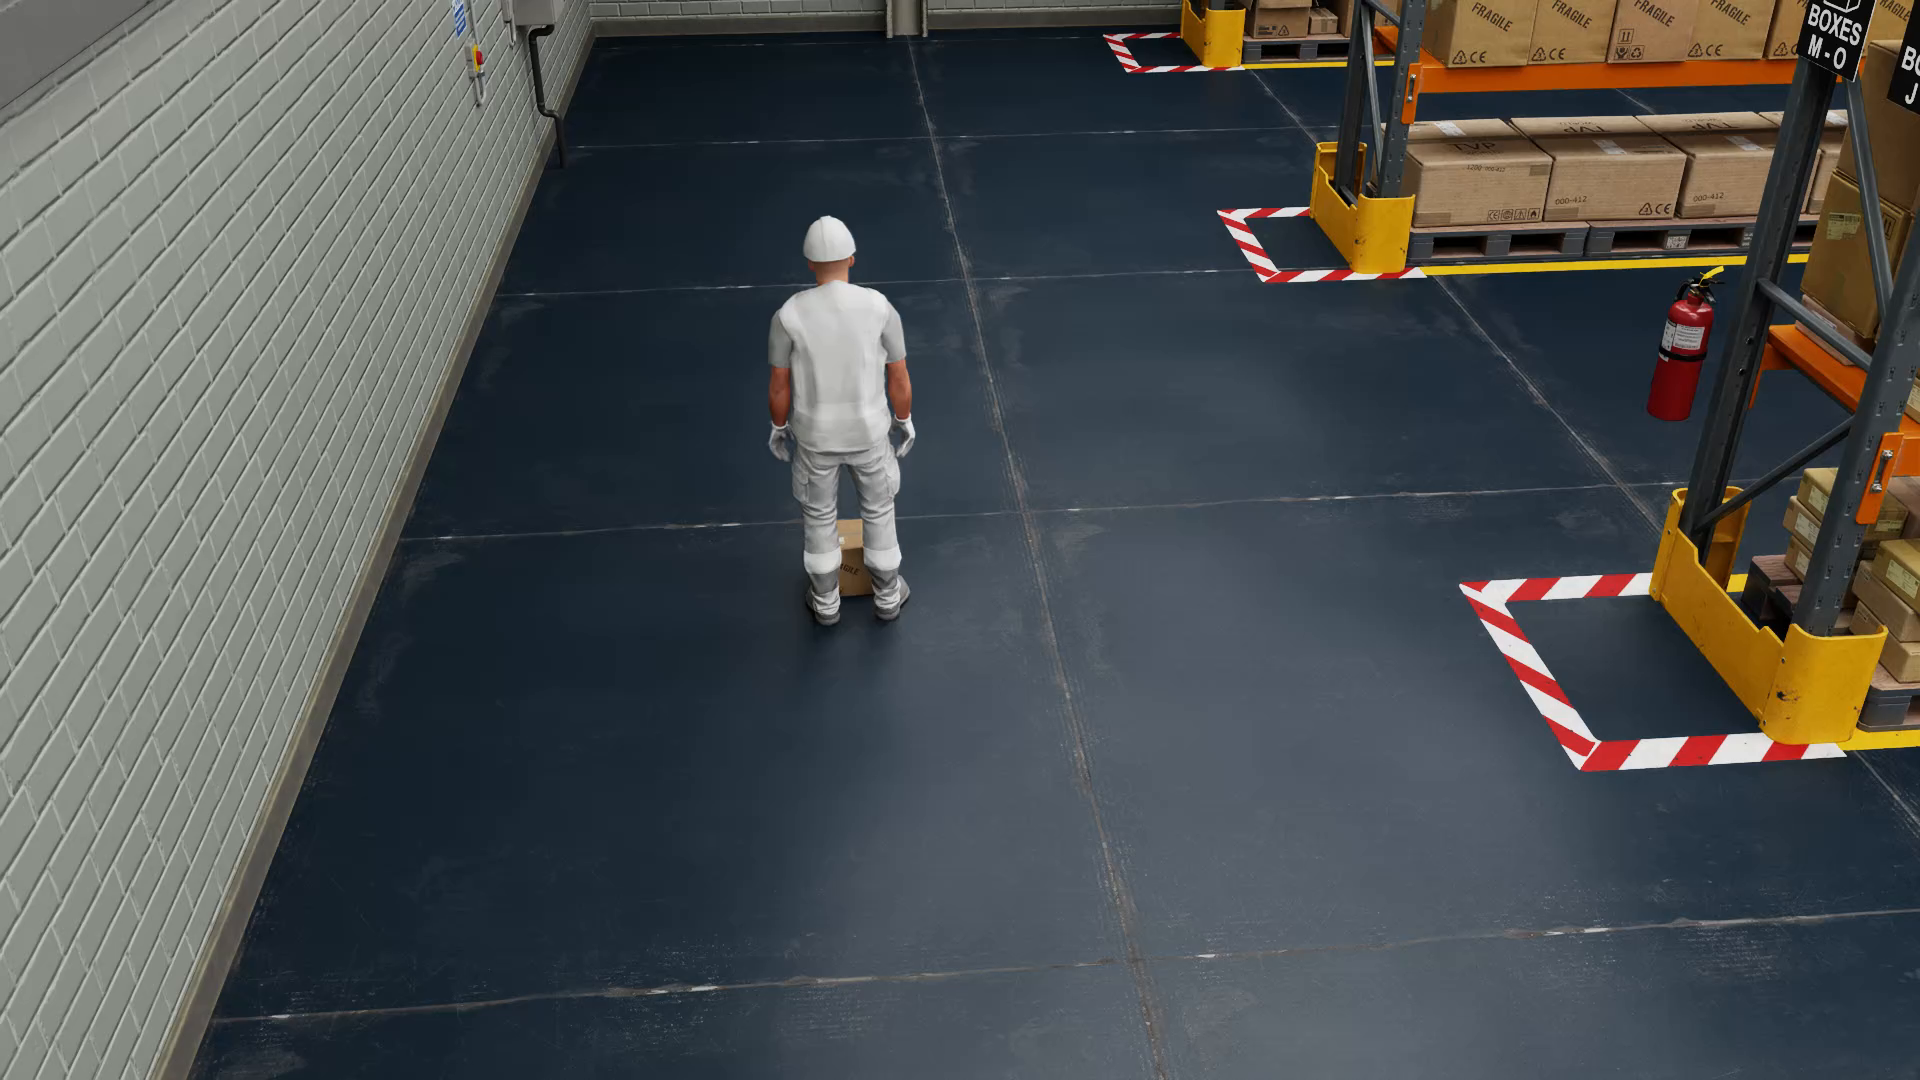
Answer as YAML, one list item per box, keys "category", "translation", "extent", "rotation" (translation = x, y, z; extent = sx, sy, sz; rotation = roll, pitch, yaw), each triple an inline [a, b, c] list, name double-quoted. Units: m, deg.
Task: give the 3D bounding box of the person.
- category: "person"
  translation: [-0.488, -0.460, 6.889]
  extent: [0.607, 1.779, 0.452]
  rotation: [-3, 31, -5]
